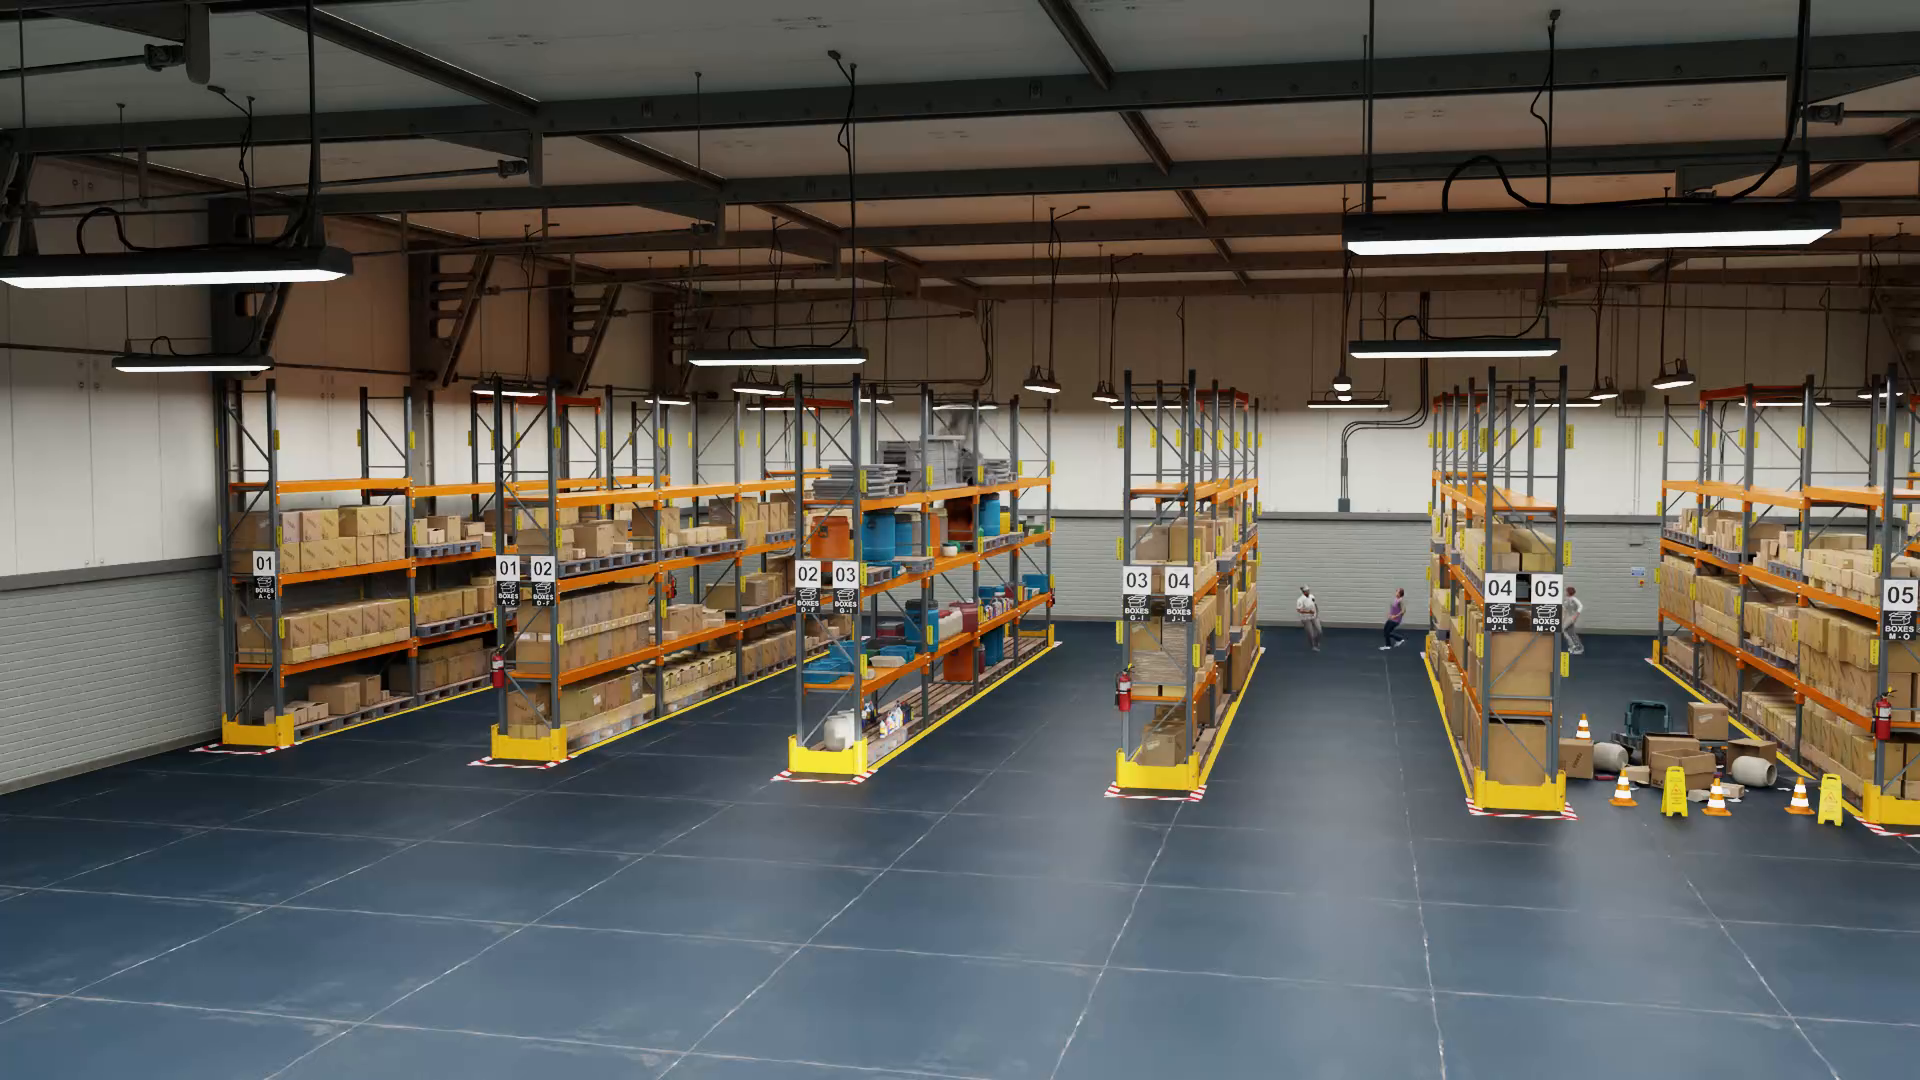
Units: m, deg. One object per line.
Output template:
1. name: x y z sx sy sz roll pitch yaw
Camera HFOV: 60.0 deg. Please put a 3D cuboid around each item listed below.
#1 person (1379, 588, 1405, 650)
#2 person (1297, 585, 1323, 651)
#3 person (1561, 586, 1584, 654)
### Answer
1. person: 10.323 1.893 39.549 0.529 1.518 0.626 0 3 -2
2. person: 8.268 1.842 39.219 0.680 1.601 0.563 -1 4 -16
3. person: 14.266 1.880 38.899 0.652 1.598 0.534 1 4 13
